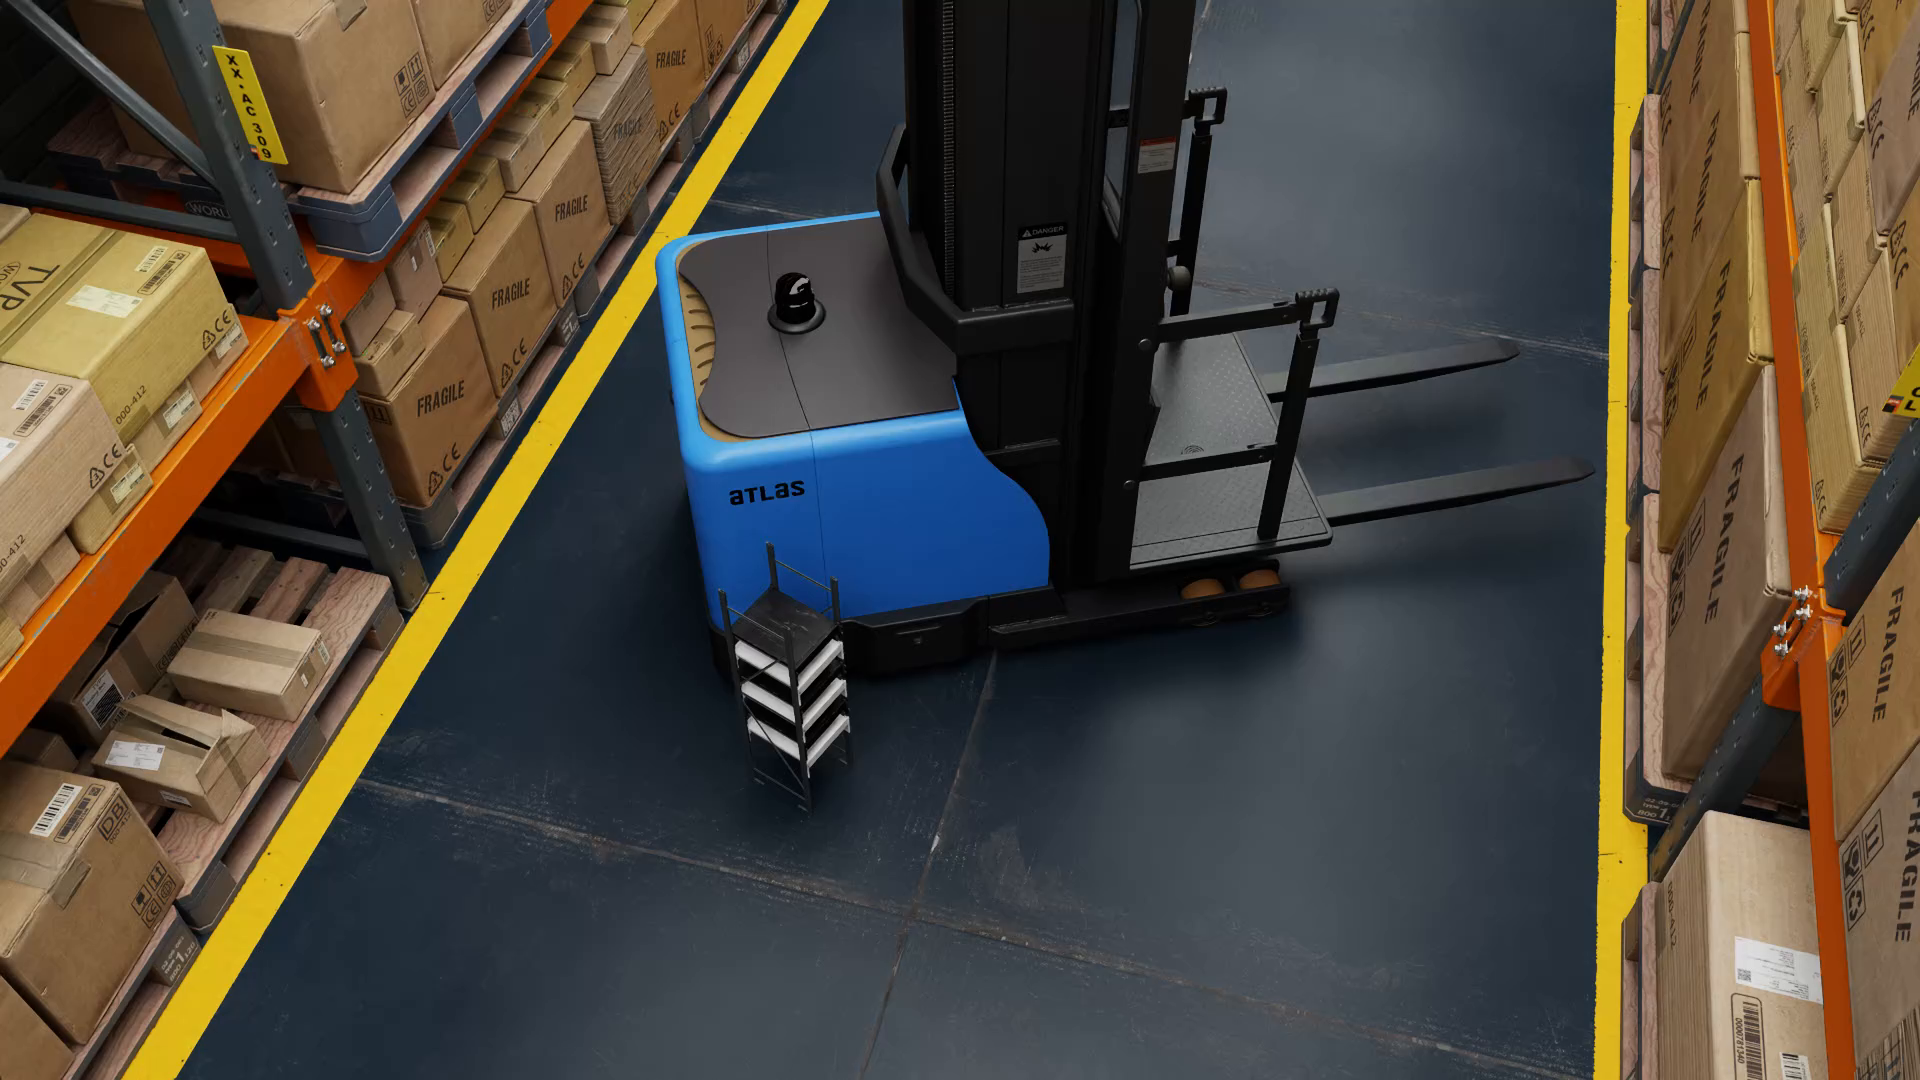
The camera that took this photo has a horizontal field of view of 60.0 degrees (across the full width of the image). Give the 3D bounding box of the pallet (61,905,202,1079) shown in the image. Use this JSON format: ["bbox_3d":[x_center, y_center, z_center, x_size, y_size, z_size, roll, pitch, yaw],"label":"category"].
[{"bbox_3d":[-2.785,1.416,4.360,1.003,0.211,1.213,12,50,10],"label":"pallet"}]

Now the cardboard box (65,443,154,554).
[{"bbox_3d":[-2.217,-0.140,4.040,0.380,0.149,0.250,13,50,11],"label":"cardboard box"}]

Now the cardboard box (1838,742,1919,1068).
[{"bbox_3d":[1.993,0.706,3.059,0.500,0.500,0.500,12,50,10],"label":"cardboard box"}]

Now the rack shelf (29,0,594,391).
[{"bbox_3d":[-1.758,-2.097,6.080,1.077,0.370,4.000,12,50,10],"label":"rack shelf"}]

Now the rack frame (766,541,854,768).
[{"bbox_3d":[-0.429,0.354,4.837,0.240,0.900,0.006,27,54,22],"label":"rack frame"}]

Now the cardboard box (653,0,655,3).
[{"bbox_3d":[-1.384,-2.334,6.764,0.380,0.149,0.250,13,50,11],"label":"cardboard box"}]

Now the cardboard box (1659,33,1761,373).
[{"bbox_3d":[3.057,-1.113,5.869,0.875,0.875,0.875,12,50,10],"label":"cardboard box"}]

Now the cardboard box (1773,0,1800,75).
[{"bbox_3d":[2.925,-1.698,5.348,0.500,0.250,0.500,13,50,11],"label":"cardboard box"}]

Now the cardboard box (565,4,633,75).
[{"bbox_3d":[-1.493,-1.947,6.423,0.380,0.149,0.250,9,49,8],"label":"cardboard box"}]

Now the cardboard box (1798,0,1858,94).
[{"bbox_3d":[2.760,-1.507,4.846,0.500,0.250,0.500,12,50,11],"label":"cardboard box"}]

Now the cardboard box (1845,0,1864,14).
[{"bbox_3d":[2.784,-1.764,4.573,0.500,0.500,0.500,12,50,11],"label":"cardboard box"}]

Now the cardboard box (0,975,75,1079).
[{"bbox_3d":[-2.587,1.296,3.993,0.500,0.500,0.500,12,50,11],"label":"cardboard box"}]

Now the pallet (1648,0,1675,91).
[{"bbox_3d":[3.765,-2.447,7.769,1.003,0.211,1.213,12,50,10],"label":"pallet"}]

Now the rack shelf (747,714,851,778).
[{"bbox_3d":[-0.487,0.558,4.942,0.258,0.077,0.200,27,54,22],"label":"rack shelf"}]

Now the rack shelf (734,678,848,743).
[{"bbox_3d":[-0.487,0.439,4.807,0.258,0.077,0.200,27,54,22],"label":"rack shelf"}]

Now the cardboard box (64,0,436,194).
[{"bbox_3d":[-1.941,-1.366,4.608,0.700,0.500,0.500,13,50,11],"label":"cardboard box"}]

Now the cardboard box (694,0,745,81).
[{"bbox_3d":[-1.277,-2.385,7.242,0.500,0.500,0.500,11,49,9],"label":"cardboard box"}]

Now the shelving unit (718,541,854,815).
[{"bbox_3d":[-0.487,0.417,4.782,0.258,0.900,0.210,27,54,22],"label":"shelving unit"}]

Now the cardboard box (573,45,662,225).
[{"bbox_3d":[-1.531,-1.627,6.572,0.500,0.500,0.500,10,49,9],"label":"cardboard box"}]

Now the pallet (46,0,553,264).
[{"bbox_3d":[-1.969,-1.381,5.097,1.003,0.211,1.213,12,50,10],"label":"pallet"}]

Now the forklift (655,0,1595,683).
[{"bbox_3d":[0.614,-1.067,4.736,3.031,2.935,1.130,-9,49,-8],"label":"forklift"}]

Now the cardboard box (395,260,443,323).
[{"bbox_3d":[-1.935,-0.838,5.443,0.380,0.149,0.250,10,49,9],"label":"cardboard box"}]

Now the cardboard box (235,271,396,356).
[{"bbox_3d":[-1.992,-0.732,5.152,0.380,0.149,0.250,11,49,9],"label":"cardboard box"}]

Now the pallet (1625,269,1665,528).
[{"bbox_3d":[2.955,-0.447,6.004,1.003,0.211,1.213,12,50,10],"label":"pallet"}]

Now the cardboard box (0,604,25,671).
[{"bbox_3d":[-2.353,0.235,3.709,0.380,0.149,0.250,11,49,9],"label":"cardboard box"}]

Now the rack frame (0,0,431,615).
[{"bbox_3d":[-2.285,-0.889,4.534,1.000,3.000,0.127,12,50,10],"label":"rack frame"}]

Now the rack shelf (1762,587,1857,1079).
[{"bbox_3d":[1.979,1.773,2.664,1.077,0.370,4.000,12,50,10],"label":"rack shelf"}]

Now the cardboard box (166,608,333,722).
[{"bbox_3d":[-2.148,0.377,5.038,0.380,0.149,0.250,10,49,9],"label":"cardboard box"}]

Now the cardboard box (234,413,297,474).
[{"bbox_3d":[-2.441,-0.614,5.678,0.500,0.500,0.500,11,50,10],"label":"cardboard box"}]

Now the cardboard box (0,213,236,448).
[{"bbox_3d":[-2.183,-0.521,4.111,0.500,0.250,0.500,13,50,11],"label":"cardboard box"}]

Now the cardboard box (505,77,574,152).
[{"bbox_3d":[-1.650,-1.579,6.097,0.380,0.149,0.250,13,50,11],"label":"cardboard box"}]

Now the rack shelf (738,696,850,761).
[{"bbox_3d":[-0.487,0.499,4.874,0.258,0.077,0.200,27,54,22],"label":"rack shelf"}]

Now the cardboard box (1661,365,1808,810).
[{"bbox_3d":[2.591,0.188,4.720,0.875,0.875,0.875,13,50,11],"label":"cardboard box"}]

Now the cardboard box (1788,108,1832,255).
[{"bbox_3d":[2.666,-0.966,4.702,0.500,0.250,0.500,10,49,9],"label":"cardboard box"}]

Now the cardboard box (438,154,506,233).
[{"bbox_3d":[-1.820,-1.226,5.786,0.380,0.149,0.250,11,49,9],"label":"cardboard box"}]

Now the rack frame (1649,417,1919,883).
[{"bbox_3d":[2.505,0.088,3.671,1.000,3.000,0.127,12,50,10],"label":"rack frame"}]

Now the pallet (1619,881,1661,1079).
[{"bbox_3d":[2.229,1.546,4.245,1.003,0.211,1.213,12,50,10],"label":"pallet"}]

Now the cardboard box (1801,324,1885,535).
[{"bbox_3d":[2.380,-0.236,4.058,0.500,0.250,0.500,10,49,9],"label":"cardboard box"}]

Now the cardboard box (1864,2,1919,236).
[{"bbox_3d":[2.510,-1.024,3.920,0.500,0.500,0.500,12,50,11],"label":"cardboard box"}]

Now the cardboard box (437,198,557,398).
[{"bbox_3d":[-1.809,-0.893,5.925,0.500,0.500,0.500,11,49,10],"label":"cardboard box"}]

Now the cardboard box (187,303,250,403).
[{"bbox_3d":[-2.125,-0.525,4.380,0.380,0.149,0.250,12,50,11],"label":"cardboard box"}]

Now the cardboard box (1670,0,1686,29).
[{"bbox_3d":[3.716,-2.481,7.412,0.950,0.372,0.625,9,49,7],"label":"cardboard box"}]

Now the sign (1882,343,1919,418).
[{"bbox_3d":[1.979,-0.369,3.355,0.100,0.325,0.005,12,50,10],"label":"sign"}]

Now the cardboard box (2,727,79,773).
[{"bbox_3d":[-2.801,0.661,4.788,0.380,0.149,0.250,11,49,10],"label":"cardboard box"}]

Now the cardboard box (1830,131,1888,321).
[{"bbox_3d":[2.511,-0.757,4.184,0.500,0.250,0.500,13,50,11],"label":"cardboard box"}]

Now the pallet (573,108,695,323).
[{"bbox_3d":[-1.788,-1.447,6.886,1.003,0.211,1.213,12,50,10],"label":"pallet"}]
